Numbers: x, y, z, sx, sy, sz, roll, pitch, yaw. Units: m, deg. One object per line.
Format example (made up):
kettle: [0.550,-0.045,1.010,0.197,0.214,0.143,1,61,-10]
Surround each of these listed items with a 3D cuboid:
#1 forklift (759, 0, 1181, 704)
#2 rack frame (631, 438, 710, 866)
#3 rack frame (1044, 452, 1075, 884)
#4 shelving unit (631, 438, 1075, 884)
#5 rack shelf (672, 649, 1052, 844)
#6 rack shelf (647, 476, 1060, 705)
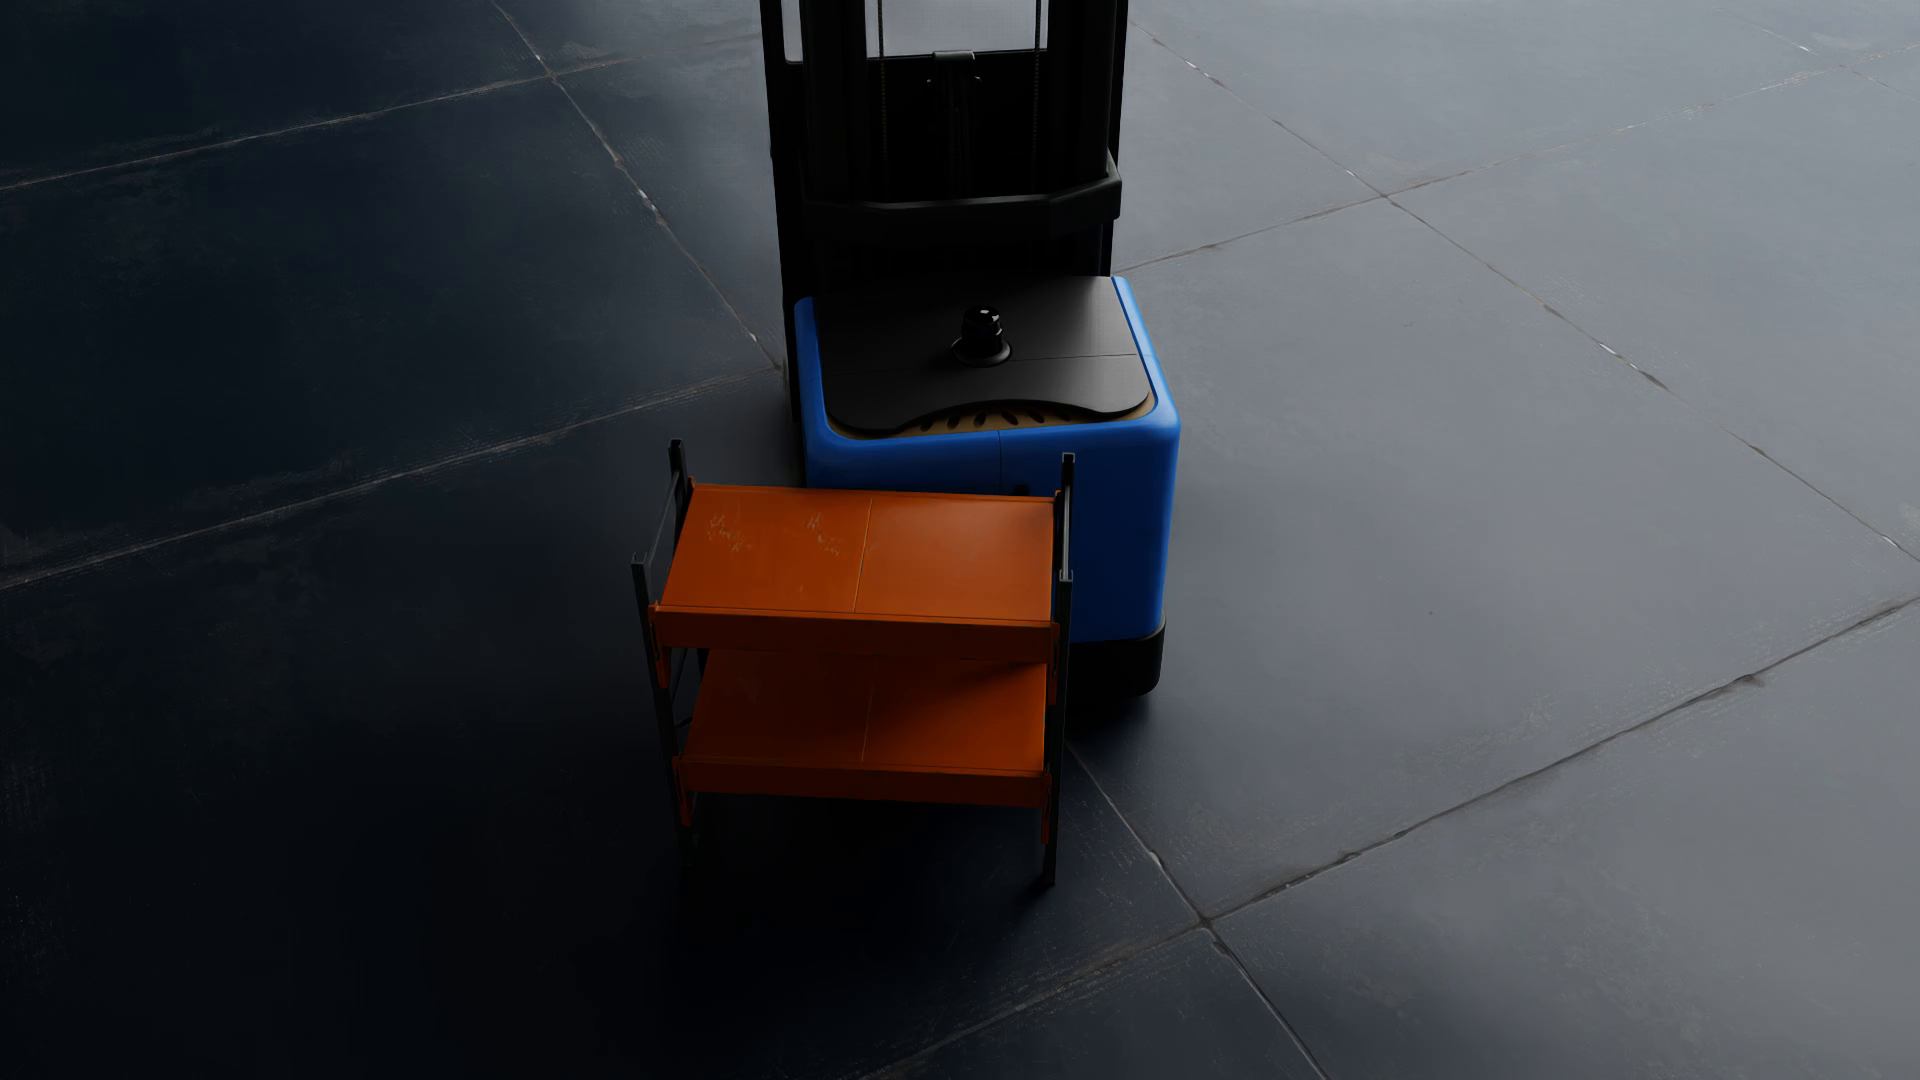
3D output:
forklift: [-0.077,-1.520,5.277,1.130,2.935,3.031,-5,40,-5]
rack frame: [-0.751,0.325,4.495,0.032,1.125,0.500,2,40,3]
rack frame: [0.264,0.366,4.447,0.032,1.125,0.500,2,40,3]
shelving unit: [-0.244,0.345,4.471,1.048,1.125,0.538,2,40,3]
rack shelf: [-0.244,0.532,4.629,1.000,0.278,0.538,2,40,3]
rack shelf: [-0.244,0.122,4.282,1.000,0.278,0.538,2,40,3]
